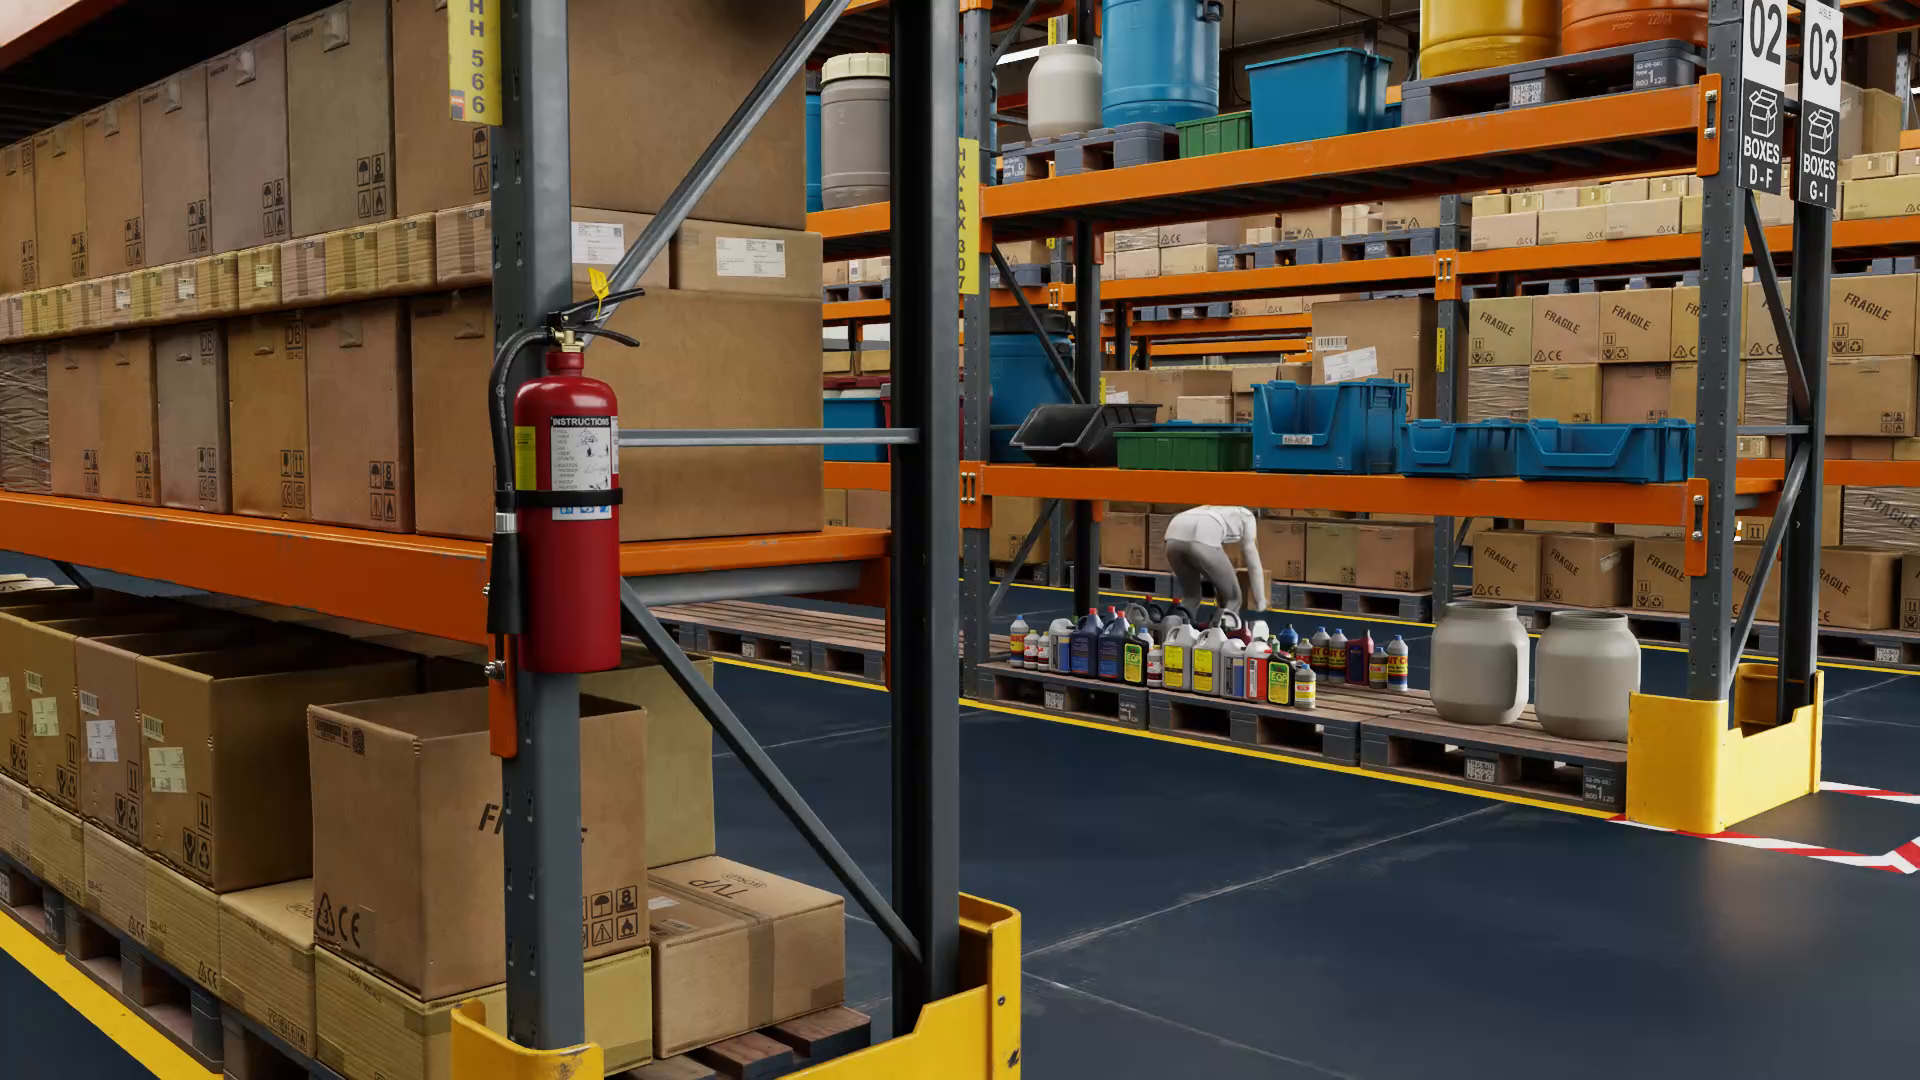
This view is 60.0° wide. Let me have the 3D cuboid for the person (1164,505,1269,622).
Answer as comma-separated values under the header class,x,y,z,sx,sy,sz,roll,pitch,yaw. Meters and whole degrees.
class,x,y,z,sx,sy,sz,roll,pitch,yaw
person,1.673,0.226,10.693,0.445,1.125,0.917,4,6,43
